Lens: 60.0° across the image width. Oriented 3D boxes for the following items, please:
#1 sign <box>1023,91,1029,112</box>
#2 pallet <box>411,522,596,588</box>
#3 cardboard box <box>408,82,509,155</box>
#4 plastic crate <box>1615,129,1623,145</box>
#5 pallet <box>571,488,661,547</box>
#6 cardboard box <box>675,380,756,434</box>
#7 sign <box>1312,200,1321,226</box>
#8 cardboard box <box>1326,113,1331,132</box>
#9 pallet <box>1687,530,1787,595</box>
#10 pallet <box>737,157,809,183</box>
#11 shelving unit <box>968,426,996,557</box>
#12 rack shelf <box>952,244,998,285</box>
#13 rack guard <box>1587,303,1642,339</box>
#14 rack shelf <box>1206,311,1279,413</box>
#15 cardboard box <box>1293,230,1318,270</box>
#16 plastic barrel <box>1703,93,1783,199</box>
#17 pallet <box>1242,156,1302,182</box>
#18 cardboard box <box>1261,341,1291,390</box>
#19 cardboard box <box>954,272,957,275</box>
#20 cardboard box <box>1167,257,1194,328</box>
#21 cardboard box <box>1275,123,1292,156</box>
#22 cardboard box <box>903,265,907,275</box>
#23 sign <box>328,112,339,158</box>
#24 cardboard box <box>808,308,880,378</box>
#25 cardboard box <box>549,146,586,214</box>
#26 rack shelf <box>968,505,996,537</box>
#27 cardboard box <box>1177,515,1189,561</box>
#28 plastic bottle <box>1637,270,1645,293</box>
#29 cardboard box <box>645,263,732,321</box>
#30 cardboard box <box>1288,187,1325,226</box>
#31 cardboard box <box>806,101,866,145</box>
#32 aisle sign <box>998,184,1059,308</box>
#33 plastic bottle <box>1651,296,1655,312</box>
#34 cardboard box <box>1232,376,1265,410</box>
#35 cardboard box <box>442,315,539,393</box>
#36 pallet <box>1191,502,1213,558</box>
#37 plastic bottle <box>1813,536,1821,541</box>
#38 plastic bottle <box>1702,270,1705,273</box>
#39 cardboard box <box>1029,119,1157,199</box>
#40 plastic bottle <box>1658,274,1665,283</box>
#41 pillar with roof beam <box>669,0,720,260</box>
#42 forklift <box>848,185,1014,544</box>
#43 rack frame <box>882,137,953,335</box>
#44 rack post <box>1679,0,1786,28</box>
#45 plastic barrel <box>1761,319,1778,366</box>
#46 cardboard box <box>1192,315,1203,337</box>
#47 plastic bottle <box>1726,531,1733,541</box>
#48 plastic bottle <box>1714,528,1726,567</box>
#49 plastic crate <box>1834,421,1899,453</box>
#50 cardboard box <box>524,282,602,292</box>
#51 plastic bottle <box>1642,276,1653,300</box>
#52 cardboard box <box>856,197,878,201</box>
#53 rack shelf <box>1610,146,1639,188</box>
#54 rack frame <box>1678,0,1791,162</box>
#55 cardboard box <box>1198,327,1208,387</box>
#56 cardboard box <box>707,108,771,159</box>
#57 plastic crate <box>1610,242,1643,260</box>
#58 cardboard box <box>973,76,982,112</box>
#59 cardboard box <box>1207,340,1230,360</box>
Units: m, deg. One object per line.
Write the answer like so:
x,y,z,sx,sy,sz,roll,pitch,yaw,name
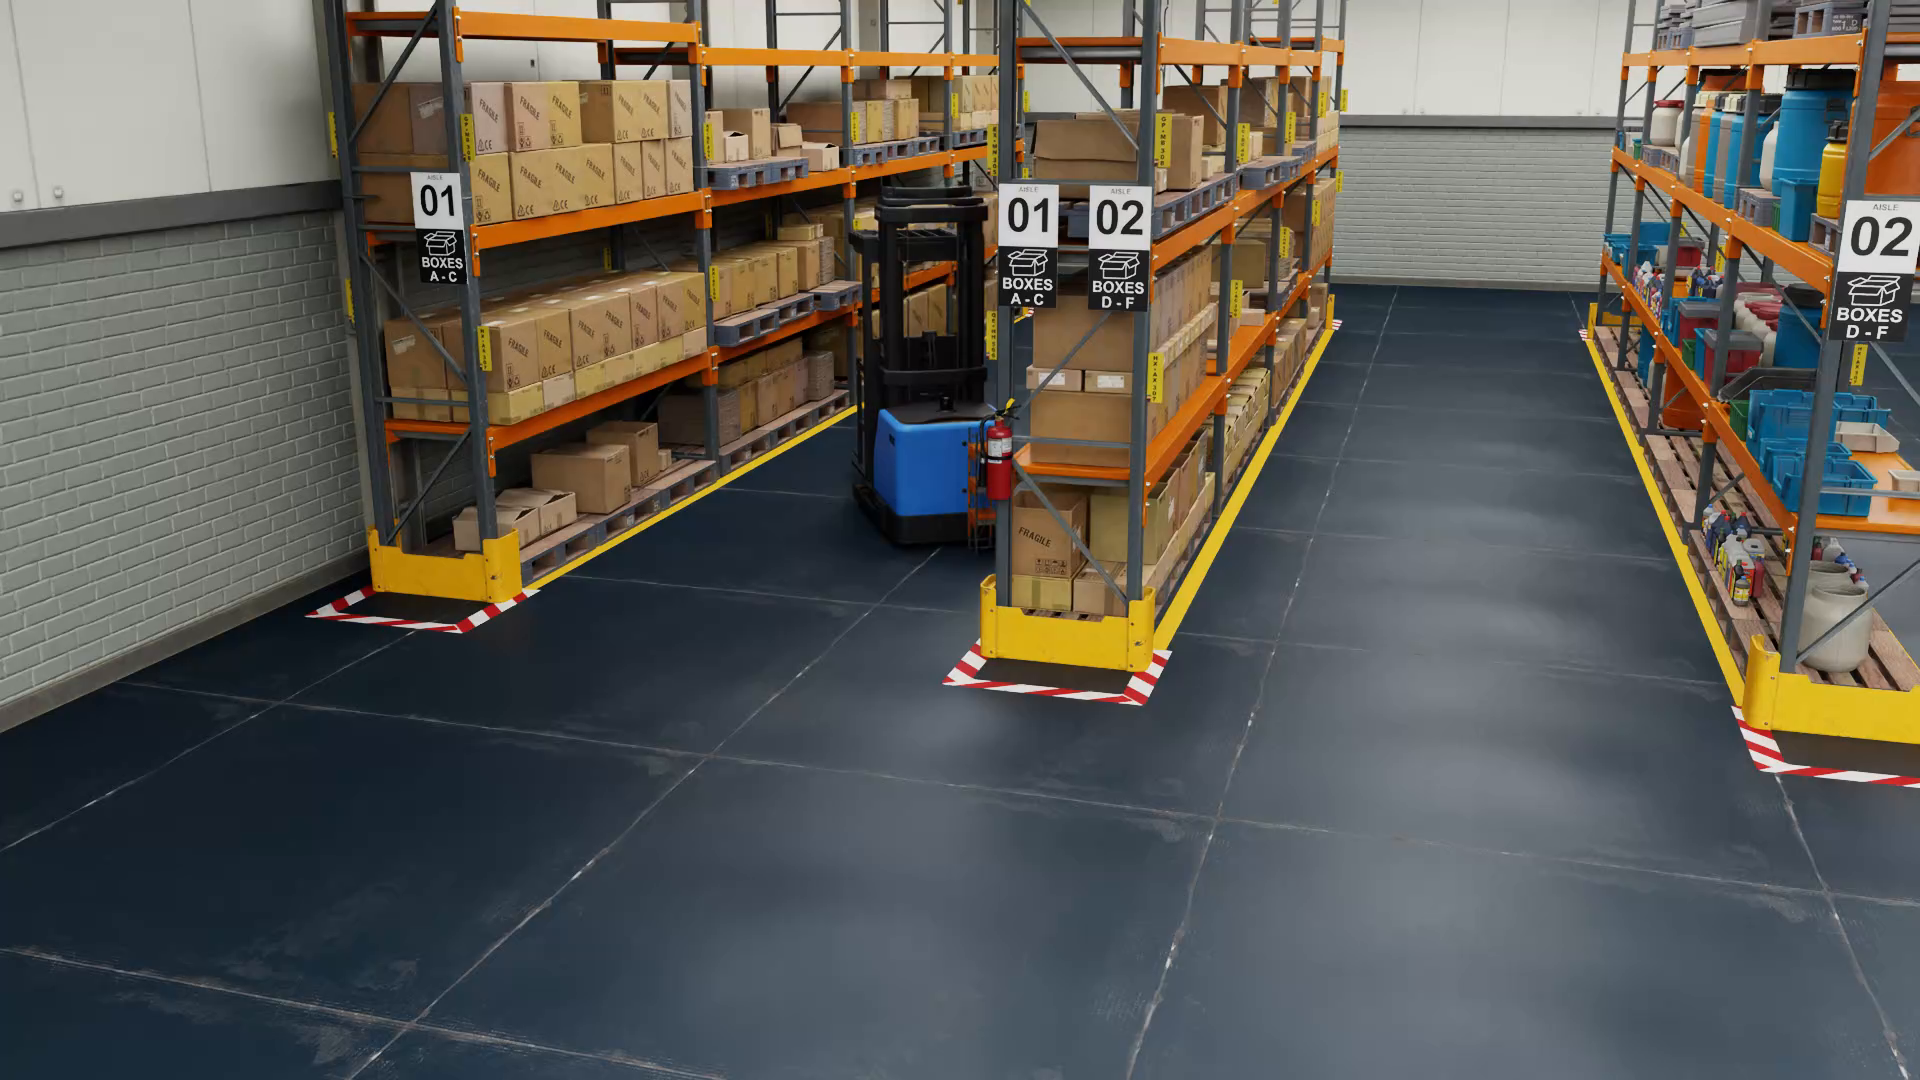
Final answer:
1.053,-7.000,26.538,0.100,0.325,0.005,5,16,16,sign
-3.723,0.083,13.650,1.003,0.211,1.213,5,16,16,pallet
-3.668,-3.093,12.187,0.500,0.500,0.500,3,16,12,cardboard box
9.659,-5.748,23.839,0.497,0.269,0.590,5,16,16,plastic crate
-3.375,-0.235,14.772,1.003,0.211,1.213,5,16,16,pallet
-2.581,-1.418,17.605,0.700,0.500,0.500,4,16,15,cardboard box
4.684,-4.300,21.871,0.100,0.325,0.005,5,16,16,sign
4.963,-5.896,23.482,0.500,0.250,0.500,5,16,16,cardboard box
6.395,0.207,13.214,1.003,0.211,1.213,5,16,16,pallet
-2.304,-3.853,17.264,1.213,0.211,1.003,5,16,16,pallet
0.196,-0.407,13.840,0.215,1.050,0.252,-4,16,-13,shelving unit
-0.031,-4.346,25.472,1.077,0.370,4.000,5,16,16,rack shelf
10.030,-3.251,24.877,1.175,0.500,0.348,5,16,16,rack guard
2.446,-1.869,16.742,1.077,0.370,4.000,5,16,16,rack shelf
4.557,-3.946,22.560,0.500,0.500,0.500,5,17,17,cardboard box
6.934,-3.484,14.698,0.600,0.901,0.708,5,16,16,plastic barrel
2.907,-3.907,17.454,1.213,0.211,1.003,5,17,18,pallet
3.708,-2.113,20.057,0.500,0.500,0.500,4,16,15,cardboard box
-0.081,-4.052,25.741,0.380,0.149,0.250,5,17,16,cardboard box
1.472,-1.985,13.269,0.700,0.500,0.500,5,16,16,cardboard box
3.399,-4.616,19.427,0.910,0.500,0.500,5,16,16,cardboard box
-0.914,-3.549,21.769,0.380,0.149,0.250,5,17,18,cardboard box
-4.536,-2.946,12.100,0.100,0.325,0.005,5,16,16,sign
-1.402,-2.472,20.718,0.750,0.750,0.750,4,16,15,cardboard box
-3.345,-2.872,13.240,0.500,0.500,0.500,5,17,18,cardboard box
0.196,-0.129,13.919,0.215,0.259,0.240,-4,16,-13,rack shelf
1.534,-0.040,13.244,0.500,0.250,0.500,5,16,16,cardboard box
8.239,-3.123,20.078,0.097,0.271,0.097,0,16,0,plastic bottle
-2.696,-2.466,16.536,0.700,0.500,0.500,5,16,16,cardboard box
4.847,-4.685,23.336,0.500,0.500,0.500,4,16,14,cardboard box
-1.553,-5.099,20.322,0.700,0.500,0.500,4,16,13,cardboard box
0.440,-1.902,10.774,0.394,0.787,0.004,5,16,16,aisle sign
7.750,-2.639,18.501,0.097,0.201,0.097,0,16,0,plastic bottle
2.960,-1.595,17.698,0.500,0.311,0.500,4,16,15,cardboard box
-3.586,-1.429,12.734,0.500,0.500,0.500,5,16,16,cardboard box
1.611,-0.146,14.457,1.003,0.211,1.213,5,16,16,pallet
6.664,-0.003,12.893,0.144,0.351,0.185,4,16,13,plastic bottle
8.993,-3.117,20.048,0.152,0.276,0.135,5,16,16,plastic bottle
0.908,-2.558,11.138,0.797,0.503,0.637,6,17,20,cardboard box
8.285,-2.995,19.619,0.152,0.276,0.135,5,16,16,plastic bottle
1.192,-5.401,16.881,9.100,9.000,0.400,5,16,16,pillar with roof beam
-0.383,-1.736,15.078,1.130,2.935,3.031,-4,16,-13,forklift
-0.600,-4.168,23.529,1.000,3.000,0.127,5,16,16,rack frame
7.929,-5.396,17.002,0.954,0.300,0.937,5,16,16,rack post
7.108,-1.606,14.245,0.433,0.535,0.433,0,16,0,plastic barrel
1.788,-1.763,13.675,0.380,0.149,0.250,5,16,16,cardboard box
5.939,0.063,12.802,0.097,0.271,0.097,0,16,0,plastic bottle
5.858,0.056,12.806,0.061,0.283,0.133,5,17,18,plastic bottle
6.407,-0.736,11.910,0.530,0.136,0.437,5,16,16,plastic crate
-3.504,-2.002,14.754,0.500,0.500,0.500,5,17,17,cardboard box
8.073,-2.946,19.446,0.152,0.276,0.135,5,16,16,plastic bottle
-1.122,-4.493,22.532,0.500,0.250,0.500,5,17,17,cardboard box
9.467,-5.020,22.354,1.077,0.370,4.000,5,16,16,rack shelf
7.762,-5.240,16.312,1.000,3.000,0.127,5,16,16,rack frame
1.757,-1.624,14.374,0.700,0.500,0.500,4,16,14,cardboard box
-2.291,-4.228,17.289,0.500,0.500,0.500,4,16,14,cardboard box
9.276,-4.011,23.172,0.416,0.233,0.300,5,16,16,plastic crate
0.012,-6.450,24.023,0.500,0.500,0.500,4,16,15,cardboard box
2.325,-1.787,15.594,0.380,0.149,0.250,5,16,16,cardboard box
